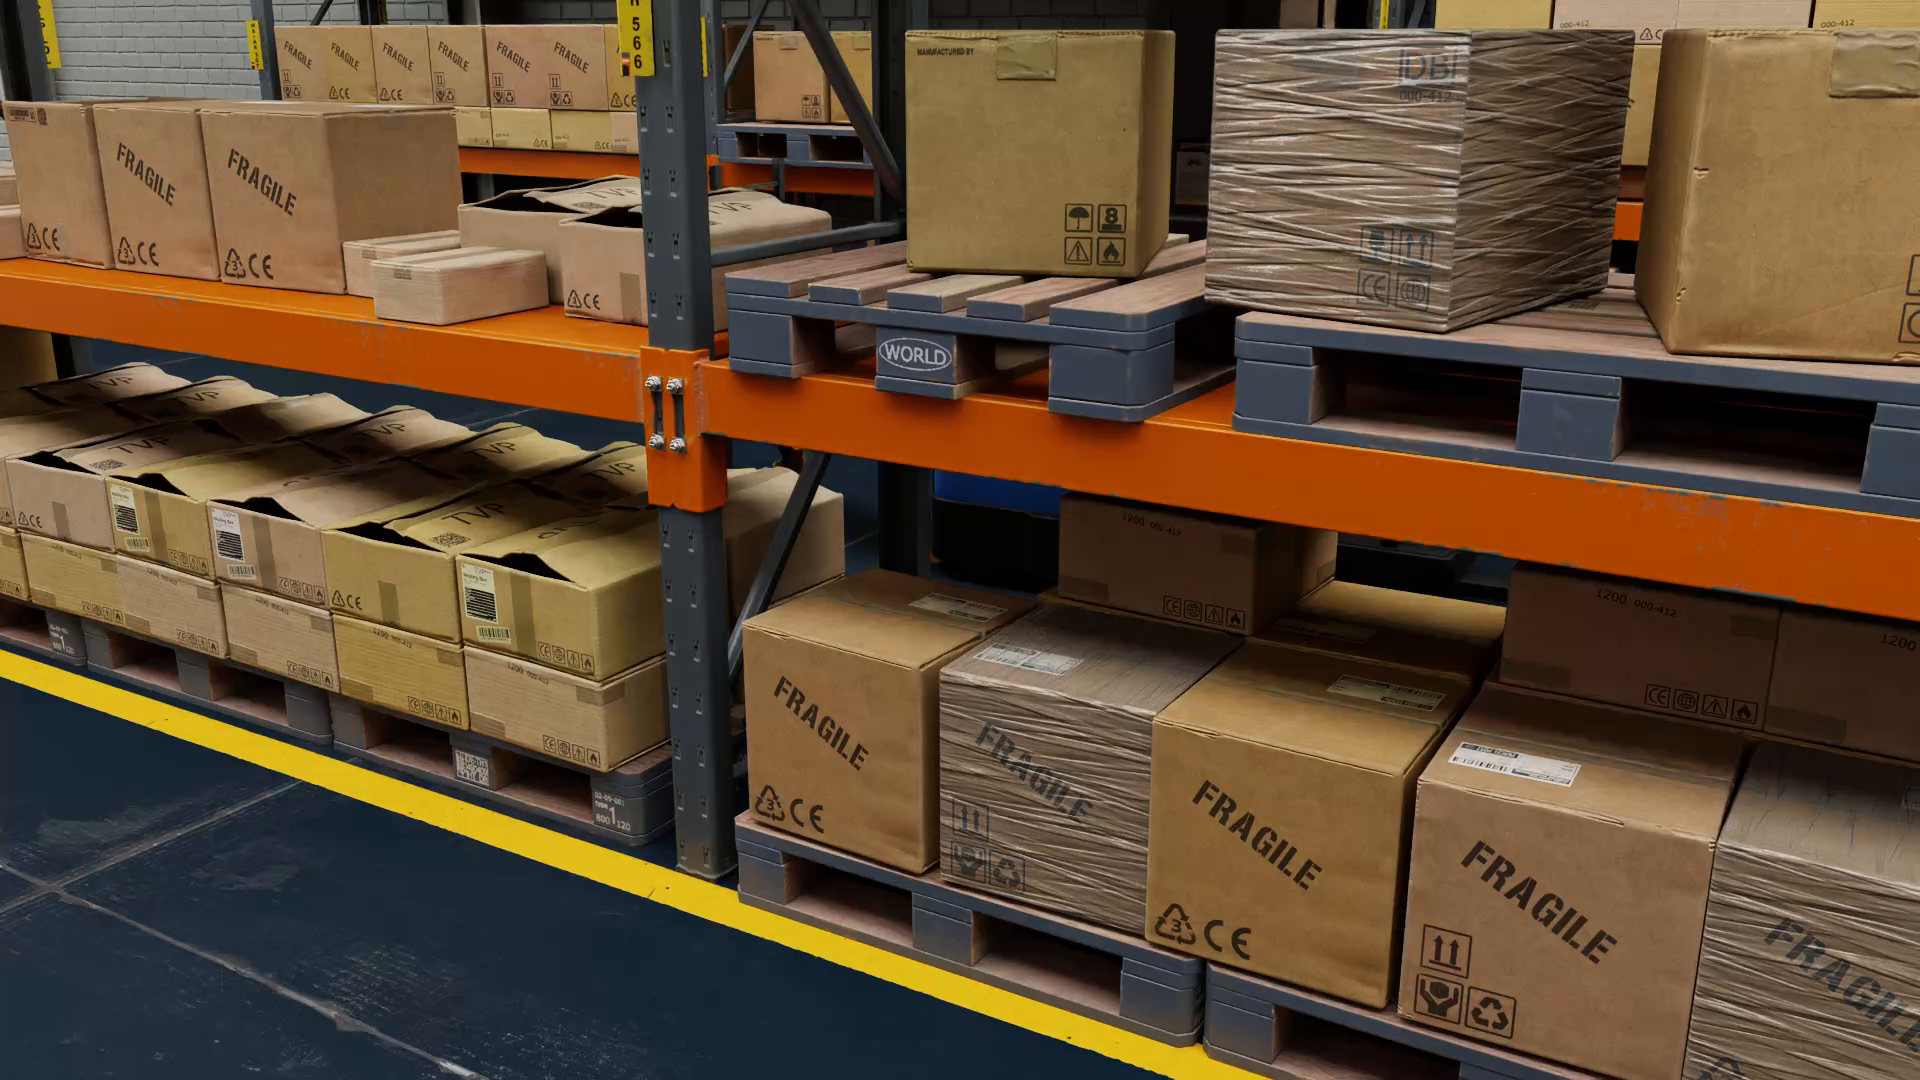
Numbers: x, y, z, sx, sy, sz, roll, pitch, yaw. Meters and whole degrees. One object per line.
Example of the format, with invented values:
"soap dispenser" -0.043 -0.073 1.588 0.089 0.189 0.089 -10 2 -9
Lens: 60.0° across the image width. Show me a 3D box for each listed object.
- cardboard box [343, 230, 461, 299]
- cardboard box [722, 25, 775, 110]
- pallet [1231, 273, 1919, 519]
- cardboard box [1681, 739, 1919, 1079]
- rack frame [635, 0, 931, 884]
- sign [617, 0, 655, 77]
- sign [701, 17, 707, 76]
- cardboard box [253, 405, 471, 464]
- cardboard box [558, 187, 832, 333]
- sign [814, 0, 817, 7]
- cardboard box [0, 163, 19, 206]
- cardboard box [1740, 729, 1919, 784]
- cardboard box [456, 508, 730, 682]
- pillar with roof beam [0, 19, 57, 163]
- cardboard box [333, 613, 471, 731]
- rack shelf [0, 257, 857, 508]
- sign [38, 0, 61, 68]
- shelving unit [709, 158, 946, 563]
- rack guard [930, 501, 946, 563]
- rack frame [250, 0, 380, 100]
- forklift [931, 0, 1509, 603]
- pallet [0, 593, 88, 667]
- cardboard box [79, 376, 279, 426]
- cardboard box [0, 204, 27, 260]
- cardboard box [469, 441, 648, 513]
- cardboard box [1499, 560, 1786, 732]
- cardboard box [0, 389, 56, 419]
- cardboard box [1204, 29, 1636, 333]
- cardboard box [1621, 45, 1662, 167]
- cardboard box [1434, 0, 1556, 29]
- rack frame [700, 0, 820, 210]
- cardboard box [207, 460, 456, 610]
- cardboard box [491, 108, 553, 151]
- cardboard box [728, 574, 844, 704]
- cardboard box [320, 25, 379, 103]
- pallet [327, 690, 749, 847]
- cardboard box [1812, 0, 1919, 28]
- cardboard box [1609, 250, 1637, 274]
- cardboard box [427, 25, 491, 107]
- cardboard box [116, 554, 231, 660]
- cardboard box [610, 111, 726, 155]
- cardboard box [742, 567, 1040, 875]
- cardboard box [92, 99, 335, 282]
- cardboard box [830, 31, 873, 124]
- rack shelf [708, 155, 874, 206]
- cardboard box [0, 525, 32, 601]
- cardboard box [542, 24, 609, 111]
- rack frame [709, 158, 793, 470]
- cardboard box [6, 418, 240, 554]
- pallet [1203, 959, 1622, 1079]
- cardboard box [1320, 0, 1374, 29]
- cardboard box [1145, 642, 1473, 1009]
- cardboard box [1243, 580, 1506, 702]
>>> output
"cardboard box" -1.510 -0.781 4.724 0.250 0.149 0.380 12 21 34
"cardboard box" -1.504 -2.977 10.454 0.500 0.500 0.500 10 19 29
"pallet" 1.266 -0.335 3.153 1.213 0.211 1.003 10 20 30
"cardboard box" 1.600 0.715 2.910 0.500 0.500 0.500 10 20 31
"rack frame" -0.394 -0.721 4.095 0.127 3.000 1.000 10 20 30
"sign" -0.681 -1.137 3.472 0.005 0.325 0.100 10 20 30
"sign" -1.490 -2.836 9.566 0.005 0.325 0.100 10 20 30
"cardboard box" -2.010 -0.261 5.624 0.500 0.311 0.500 10 19 29
"cardboard box" -0.681 -0.745 4.325 0.500 0.311 0.500 12 20 33
"sign" -0.925 -3.249 10.425 0.005 0.325 0.100 10 20 30
"cardboard box" -3.360 -1.194 5.909 0.500 0.250 0.500 12 20 33
"cardboard box" 1.848 0.583 3.346 0.500 0.500 0.500 10 20 31
"cardboard box" -0.969 0.106 4.413 0.500 0.311 0.500 11 20 31
"pillar with roof beam" -10.938 -5.990 11.119 0.400 9.000 9.100 10 20 30
"cardboard box" -1.411 0.296 4.753 0.500 0.250 0.500 10 19 29
"rack shelf" -2.098 -0.681 5.201 4.000 0.370 1.077 10 20 30
"sign" -3.526 -1.982 6.388 0.005 0.325 0.100 10 20 30
"shelving unit" -0.420 -0.773 6.846 1.083 1.500 0.587 9 19 27
"rack guard" 0.021 -0.107 6.805 0.087 0.250 0.587 9 19 27
"rack frame" -4.621 -3.166 12.142 0.127 3.000 1.000 10 20 30
"forklift" 1.435 -1.198 5.783 3.031 2.935 1.130 9 19 27
"pallet" -3.154 0.107 6.166 1.213 0.211 1.003 10 20 30
"cardboard box" -2.860 -0.415 6.130 0.500 0.311 0.500 11 20 32
"cardboard box" -3.154 -1.024 5.524 0.250 0.149 0.380 10 20 30
"cardboard box" -1.138 -0.105 5.110 0.500 0.311 0.500 10 19 29
"cardboard box" 1.450 0.152 3.475 0.500 0.250 0.500 10 19 29
"cardboard box" -3.580 -0.359 5.945 0.500 0.311 0.500 10 20 30
"cardboard box" 0.881 -0.716 3.182 0.500 0.500 0.700 15 22 40
"cardboard box" 2.917 -1.929 7.353 0.500 0.500 0.500 11 20 32
"cardboard box" 2.472 -2.370 7.514 0.500 0.250 0.500 11 20 31
"rack frame" -1.213 -2.557 10.139 0.127 3.000 1.000 10 20 30
"cardboard box" -1.844 -0.048 4.923 0.500 0.311 0.500 10 20 30
"cardboard box" -2.632 -2.642 10.643 0.500 0.250 0.500 10 20 30
"cardboard box" -0.686 0.241 4.935 0.500 0.250 0.500 10 20 30
"cardboard box" -3.956 -3.237 11.312 0.500 0.500 0.500 10 20 30
"pallet" -1.075 0.478 4.944 1.213 0.211 1.003 10 20 30
"cardboard box" 3.772 -2.142 6.762 0.500 0.250 0.500 10 19 29
"cardboard box" 2.754 -0.977 7.912 0.750 0.750 0.750 10 19 29
"cardboard box" -3.073 -3.082 10.799 0.500 0.500 0.500 11 20 32
"cardboard box" -2.277 0.142 5.263 0.500 0.250 0.500 11 20 31
"cardboard box" -1.775 -2.492 10.147 0.500 0.250 0.500 10 20 30
"cardboard box" -0.155 0.404 3.933 0.500 0.500 0.500 11 20 32
"cardboard box" -2.281 -1.100 5.171 0.500 0.500 0.500 10 20 30
"cardboard box" -0.325 -2.643 9.492 0.500 0.500 0.700 13 21 36
"rack shelf" 0.491 -1.909 9.242 4.000 0.370 1.077 10 20 30
"cardboard box" -3.153 -0.014 5.775 0.500 0.250 0.500 11 20 31
"cardboard box" -2.206 -2.924 10.278 0.500 0.500 0.500 10 20 30
"rack frame" -0.877 -0.844 7.078 0.032 1.500 0.500 9 19 27
"cardboard box" -2.715 -0.203 5.432 0.500 0.311 0.500 9 19 28
"pallet" 1.258 0.922 3.484 1.213 0.211 1.003 10 20 30
"cardboard box" 1.886 -2.562 8.111 0.250 0.149 0.380 7 18 23
"cardboard box" 0.719 0.560 3.420 0.500 0.500 0.500 10 19 29
"cardboard box" 0.967 0.427 3.858 0.500 0.500 0.500 9 19 28
